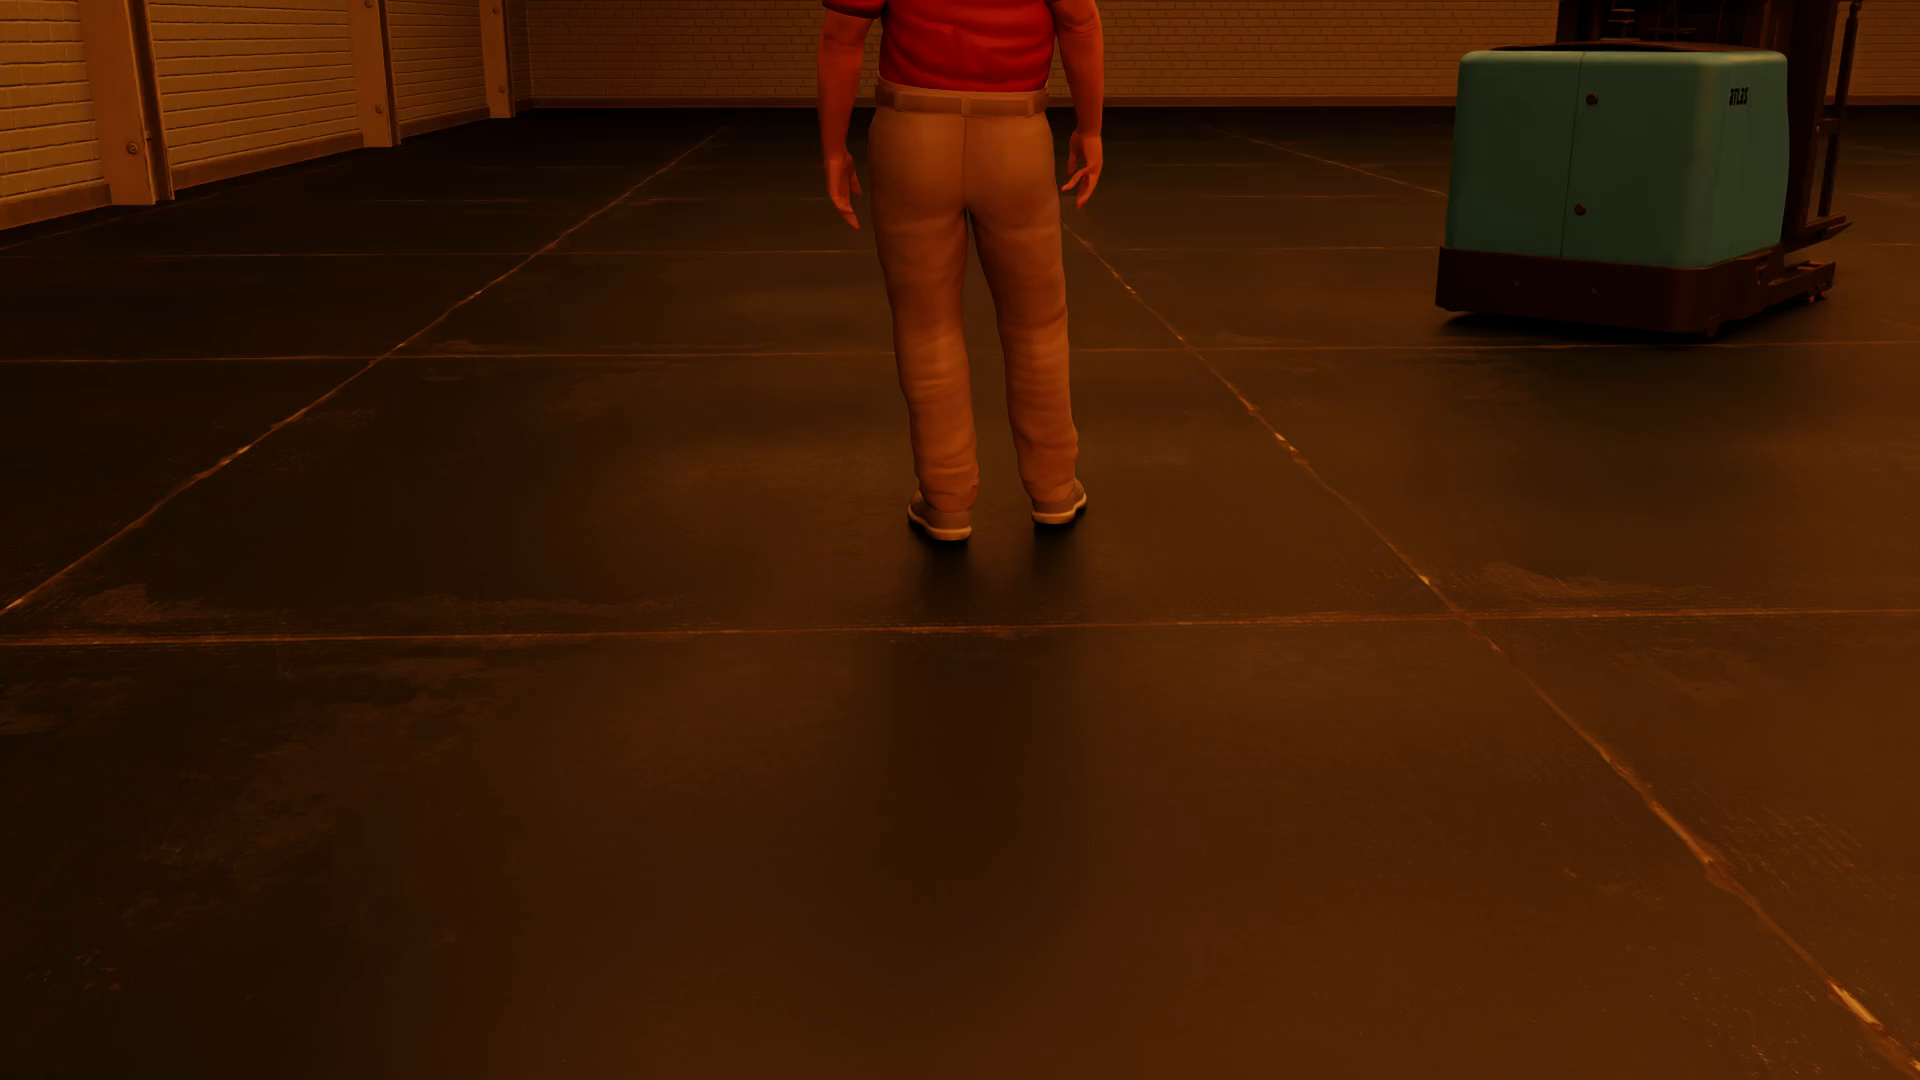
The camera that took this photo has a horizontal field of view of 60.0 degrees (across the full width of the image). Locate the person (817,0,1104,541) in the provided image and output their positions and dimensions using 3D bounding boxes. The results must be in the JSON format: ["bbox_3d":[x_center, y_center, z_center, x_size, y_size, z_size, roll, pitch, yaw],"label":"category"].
[{"bbox_3d":[0.007,-0.861,3.749,0.641,1.728,0.550,-1,17,-3],"label":"person"}]

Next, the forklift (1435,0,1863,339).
[{"bbox_3d":[3.283,-2.527,7.167,1.130,2.935,3.031,14,22,38],"label":"forklift"}]
